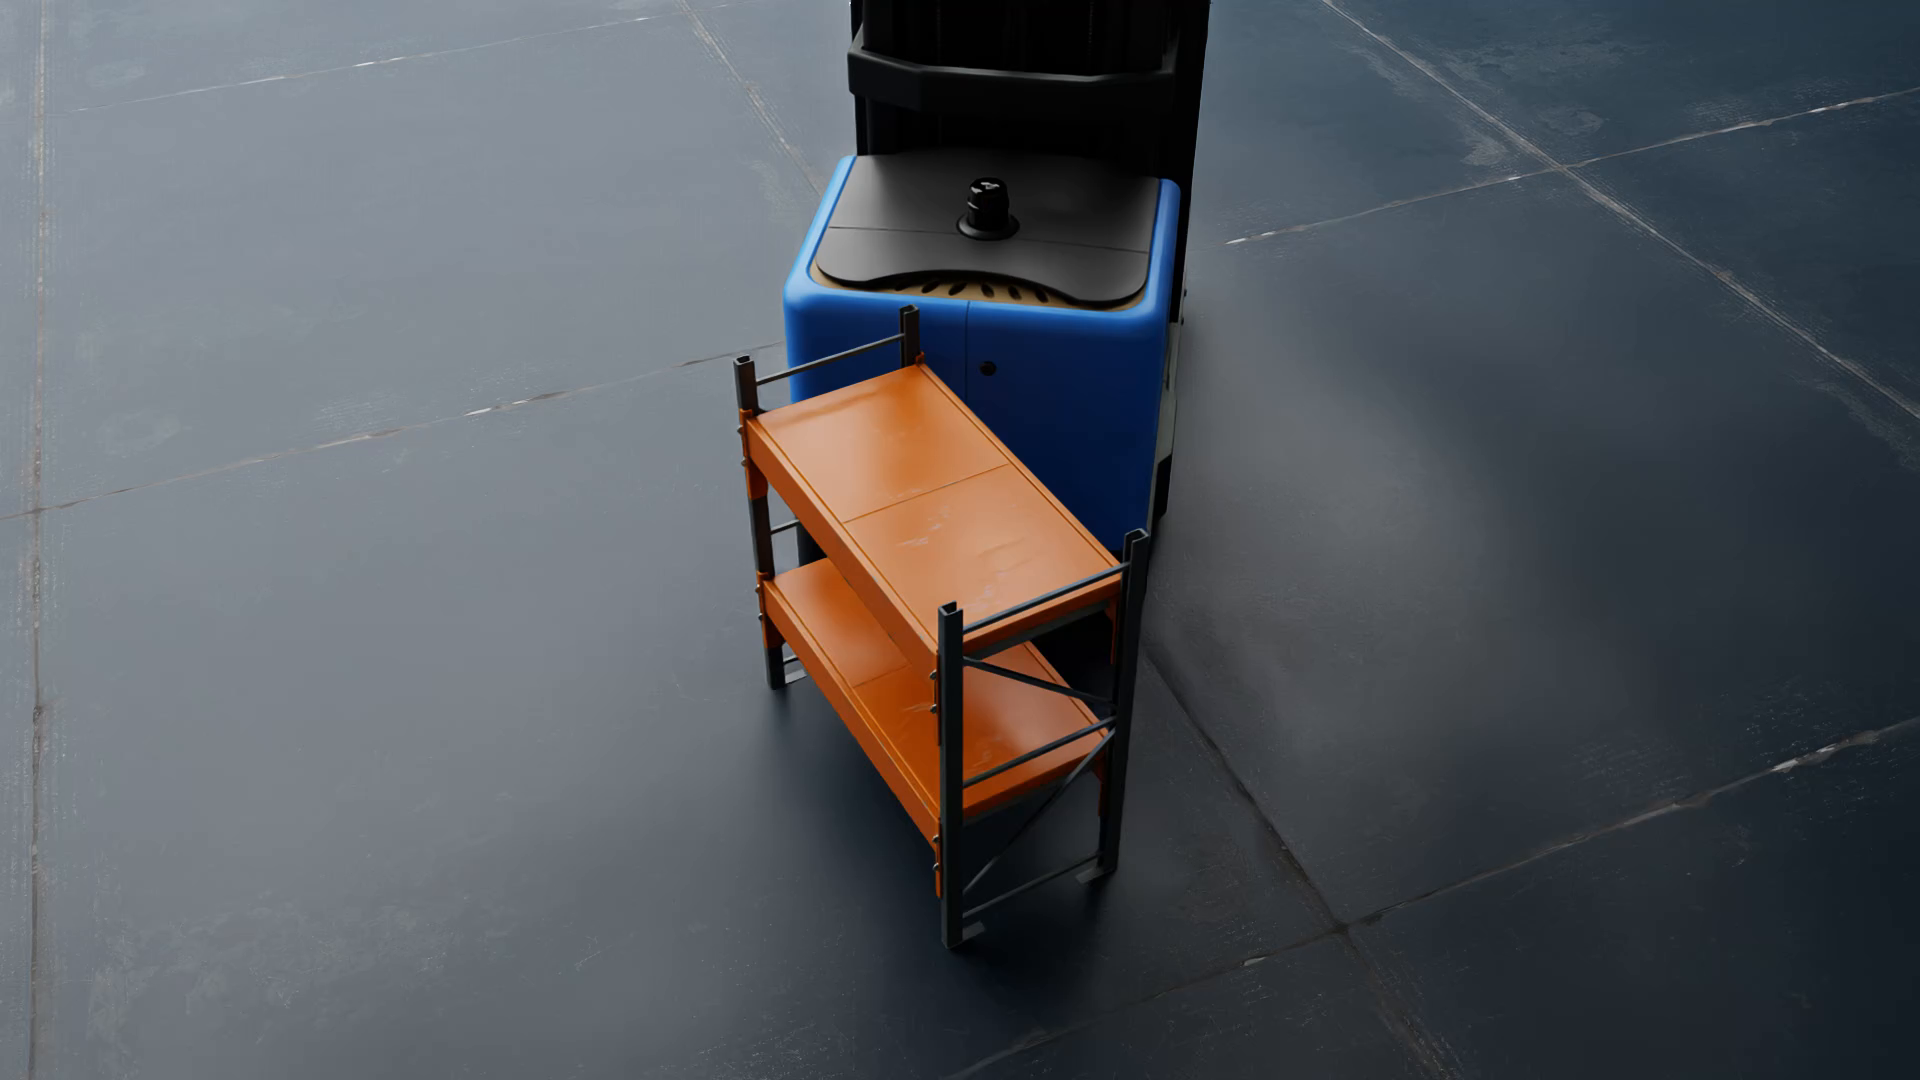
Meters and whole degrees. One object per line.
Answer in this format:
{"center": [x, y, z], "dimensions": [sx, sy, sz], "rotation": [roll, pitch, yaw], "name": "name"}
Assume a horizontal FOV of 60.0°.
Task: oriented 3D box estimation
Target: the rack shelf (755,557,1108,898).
{"center": [-0.074, 0.388, 4.311], "dimensions": [0.538, 0.278, 1.000], "rotation": [-21, 45, -22], "name": "rack shelf"}

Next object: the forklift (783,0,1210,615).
{"center": [0.248, -1.854, 5.158], "dimensions": [1.130, 2.935, 3.031], "rotation": [6, 41, 7], "name": "forklift"}

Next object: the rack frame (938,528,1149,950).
{"center": [0.179, 0.490, 3.818], "dimensions": [0.500, 1.125, 0.032], "rotation": [-21, 45, -22], "name": "rack frame"}

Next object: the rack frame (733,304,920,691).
{"center": [-0.327, -0.085, 4.486], "dimensions": [0.500, 1.125, 0.032], "rotation": [-21, 45, -22], "name": "rack frame"}

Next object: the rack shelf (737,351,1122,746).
{"center": [-0.074, -0.019, 3.961], "dimensions": [0.538, 0.278, 1.000], "rotation": [-21, 45, -22], "name": "rack shelf"}

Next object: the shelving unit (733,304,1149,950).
{"center": [-0.074, 0.202, 4.152], "dimensions": [0.538, 1.125, 1.048], "rotation": [-21, 45, -22], "name": "shelving unit"}
